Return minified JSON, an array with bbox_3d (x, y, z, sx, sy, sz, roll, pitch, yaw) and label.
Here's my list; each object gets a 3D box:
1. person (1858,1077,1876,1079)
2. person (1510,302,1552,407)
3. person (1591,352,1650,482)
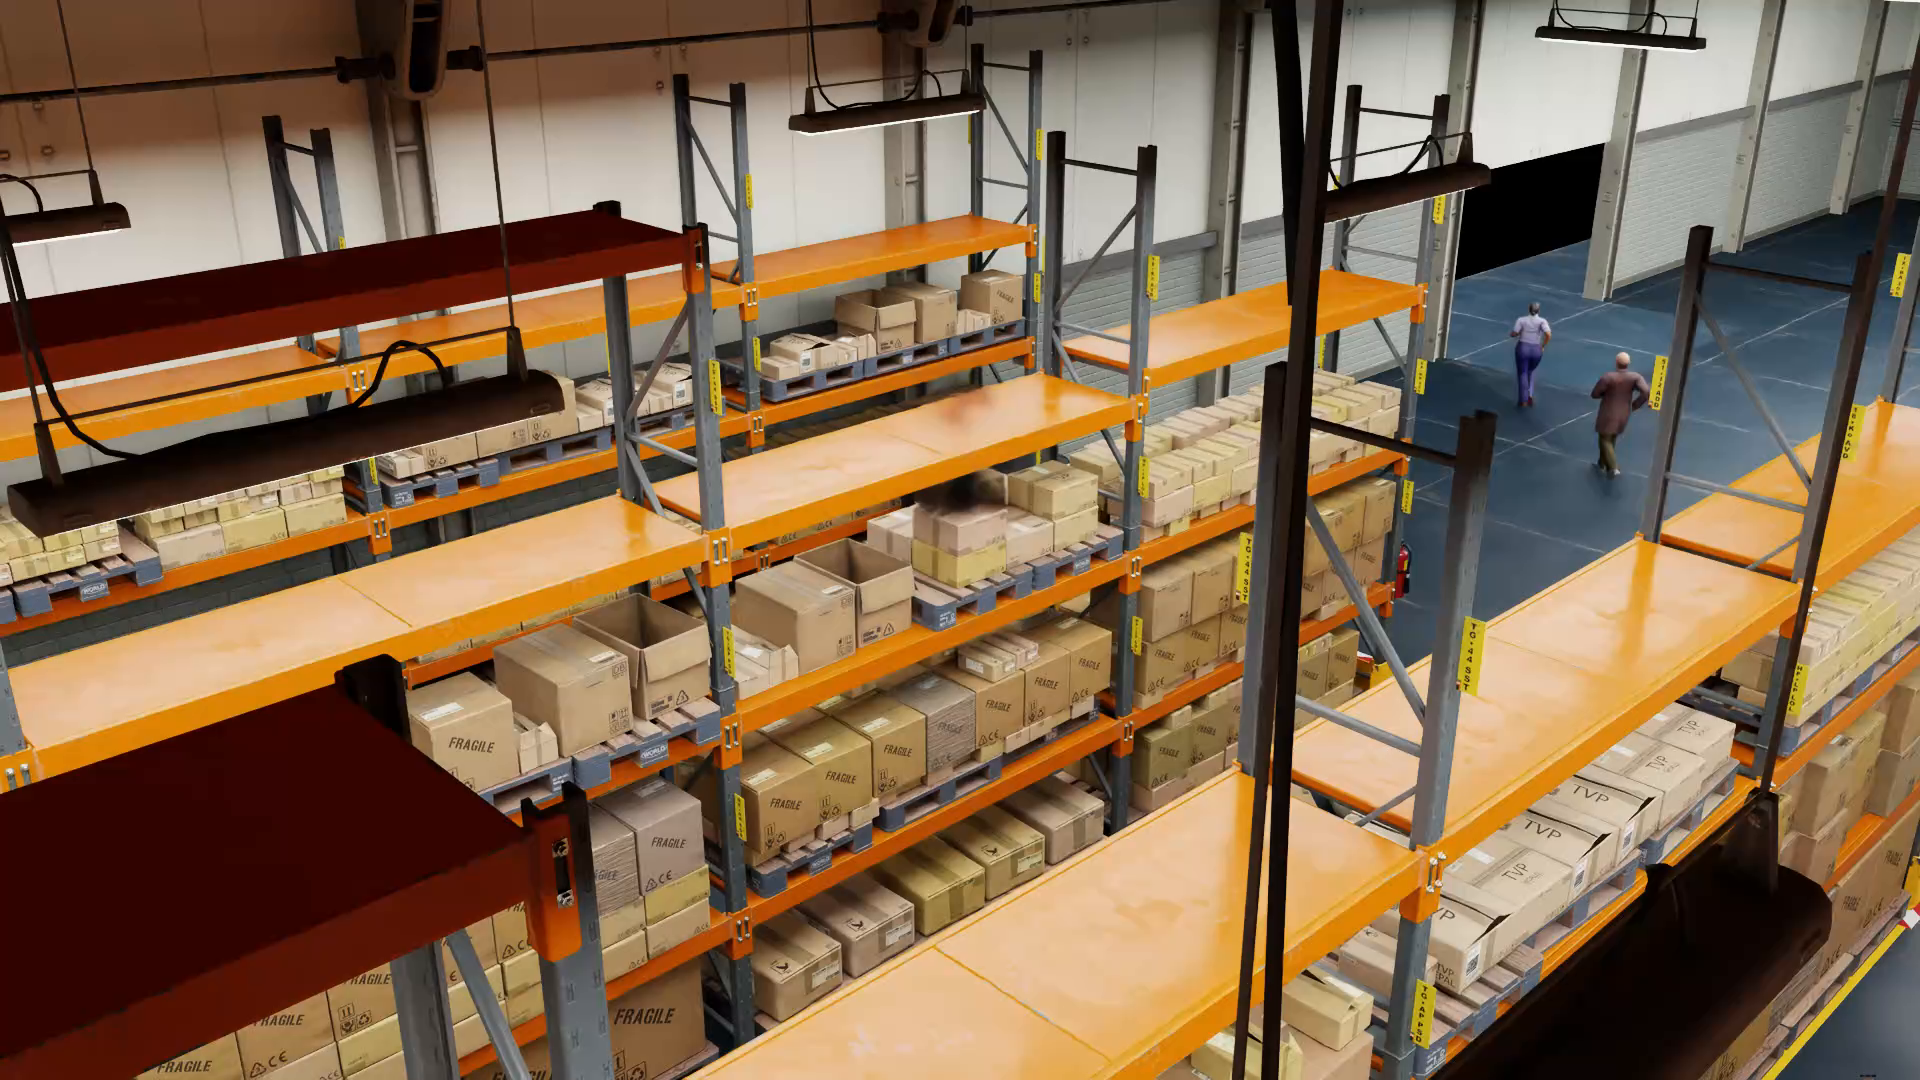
[{"bbox_3d":[5.063,3.803,9.642,0.537,1.578,0.598,20,30,40],"label":"person"},{"bbox_3d":[8.737,-2.830,25.626,0.572,1.701,0.726,4,23,10],"label":"person"},{"bbox_3d":[8.861,-1.683,22.533,0.715,1.768,0.962,-1,22,-3],"label":"person"}]
